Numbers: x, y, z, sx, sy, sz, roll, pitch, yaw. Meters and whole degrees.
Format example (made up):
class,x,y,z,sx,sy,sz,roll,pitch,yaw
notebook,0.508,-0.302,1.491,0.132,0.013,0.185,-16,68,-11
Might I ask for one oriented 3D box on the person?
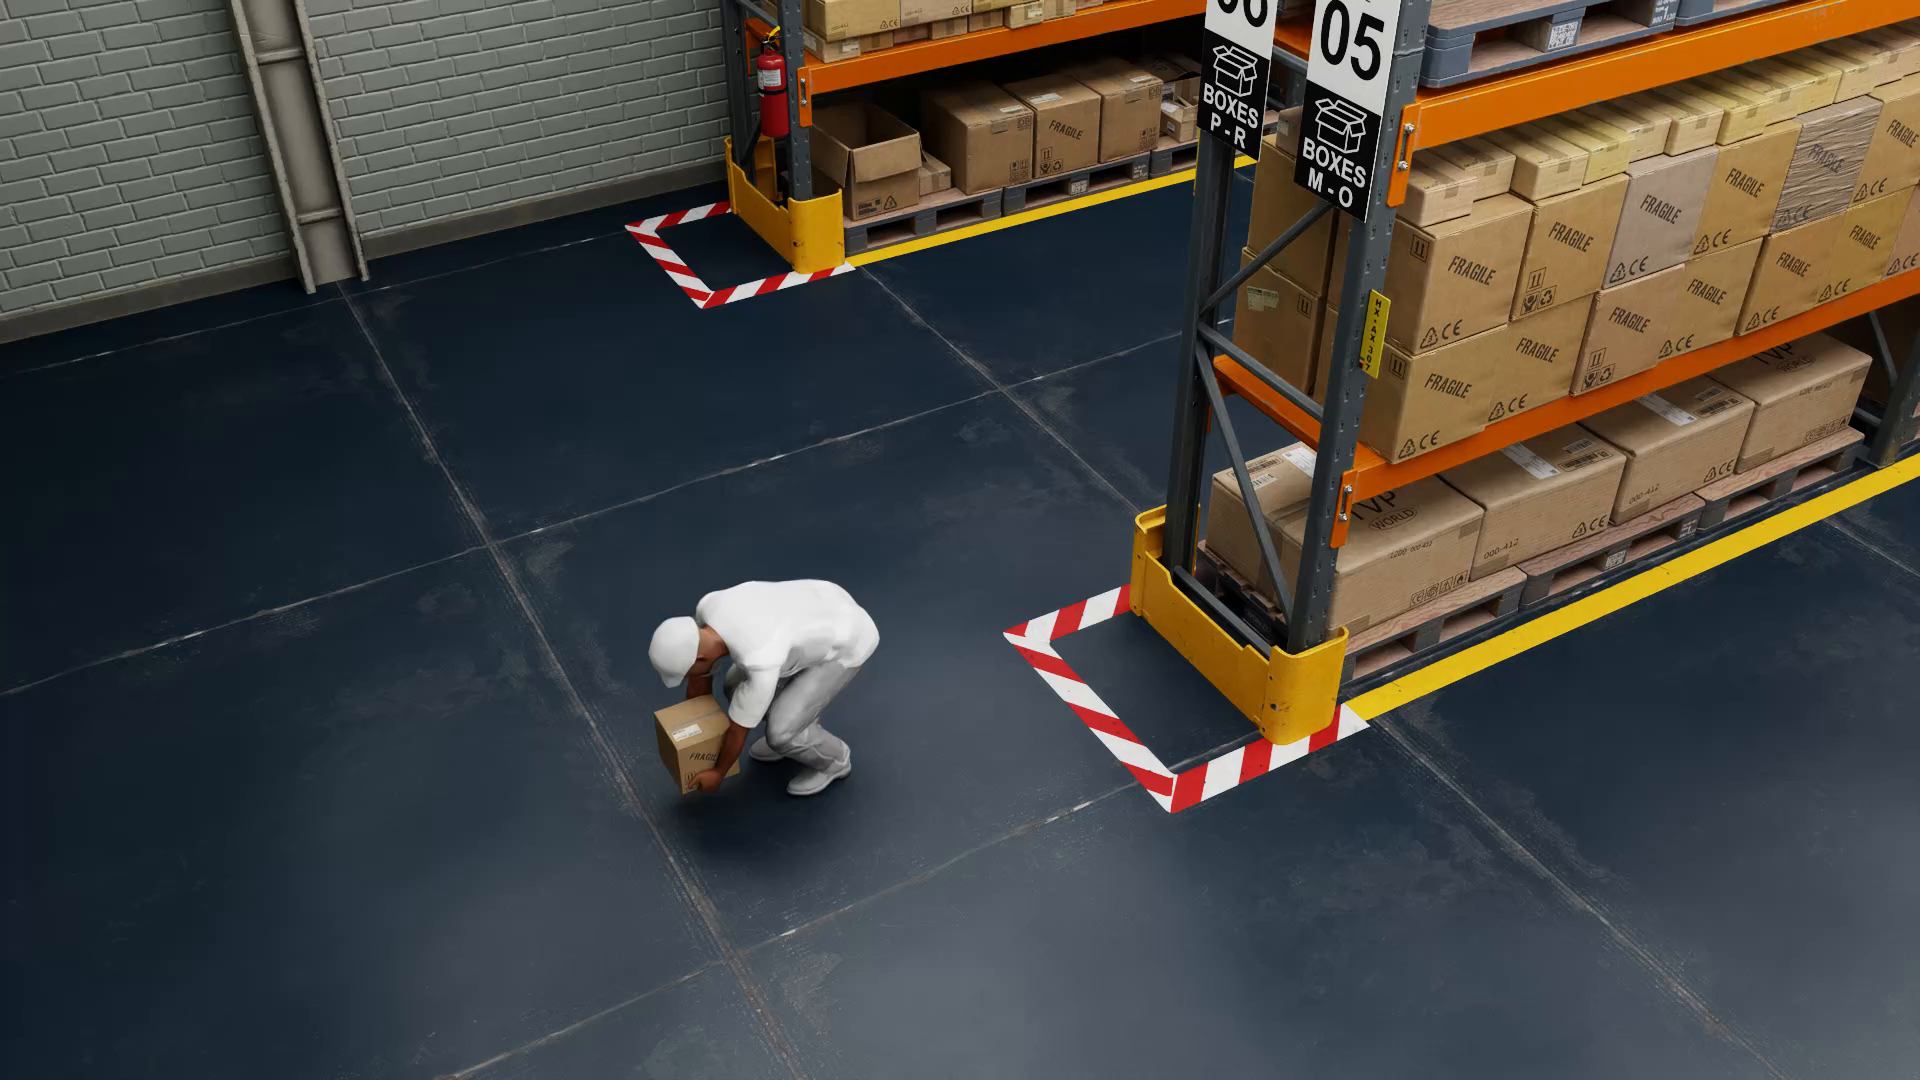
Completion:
class,x,y,z,sx,sy,sz,roll,pitch,yaw
person,-0.779,0.598,6.740,0.946,1.010,0.525,-21,41,-25
